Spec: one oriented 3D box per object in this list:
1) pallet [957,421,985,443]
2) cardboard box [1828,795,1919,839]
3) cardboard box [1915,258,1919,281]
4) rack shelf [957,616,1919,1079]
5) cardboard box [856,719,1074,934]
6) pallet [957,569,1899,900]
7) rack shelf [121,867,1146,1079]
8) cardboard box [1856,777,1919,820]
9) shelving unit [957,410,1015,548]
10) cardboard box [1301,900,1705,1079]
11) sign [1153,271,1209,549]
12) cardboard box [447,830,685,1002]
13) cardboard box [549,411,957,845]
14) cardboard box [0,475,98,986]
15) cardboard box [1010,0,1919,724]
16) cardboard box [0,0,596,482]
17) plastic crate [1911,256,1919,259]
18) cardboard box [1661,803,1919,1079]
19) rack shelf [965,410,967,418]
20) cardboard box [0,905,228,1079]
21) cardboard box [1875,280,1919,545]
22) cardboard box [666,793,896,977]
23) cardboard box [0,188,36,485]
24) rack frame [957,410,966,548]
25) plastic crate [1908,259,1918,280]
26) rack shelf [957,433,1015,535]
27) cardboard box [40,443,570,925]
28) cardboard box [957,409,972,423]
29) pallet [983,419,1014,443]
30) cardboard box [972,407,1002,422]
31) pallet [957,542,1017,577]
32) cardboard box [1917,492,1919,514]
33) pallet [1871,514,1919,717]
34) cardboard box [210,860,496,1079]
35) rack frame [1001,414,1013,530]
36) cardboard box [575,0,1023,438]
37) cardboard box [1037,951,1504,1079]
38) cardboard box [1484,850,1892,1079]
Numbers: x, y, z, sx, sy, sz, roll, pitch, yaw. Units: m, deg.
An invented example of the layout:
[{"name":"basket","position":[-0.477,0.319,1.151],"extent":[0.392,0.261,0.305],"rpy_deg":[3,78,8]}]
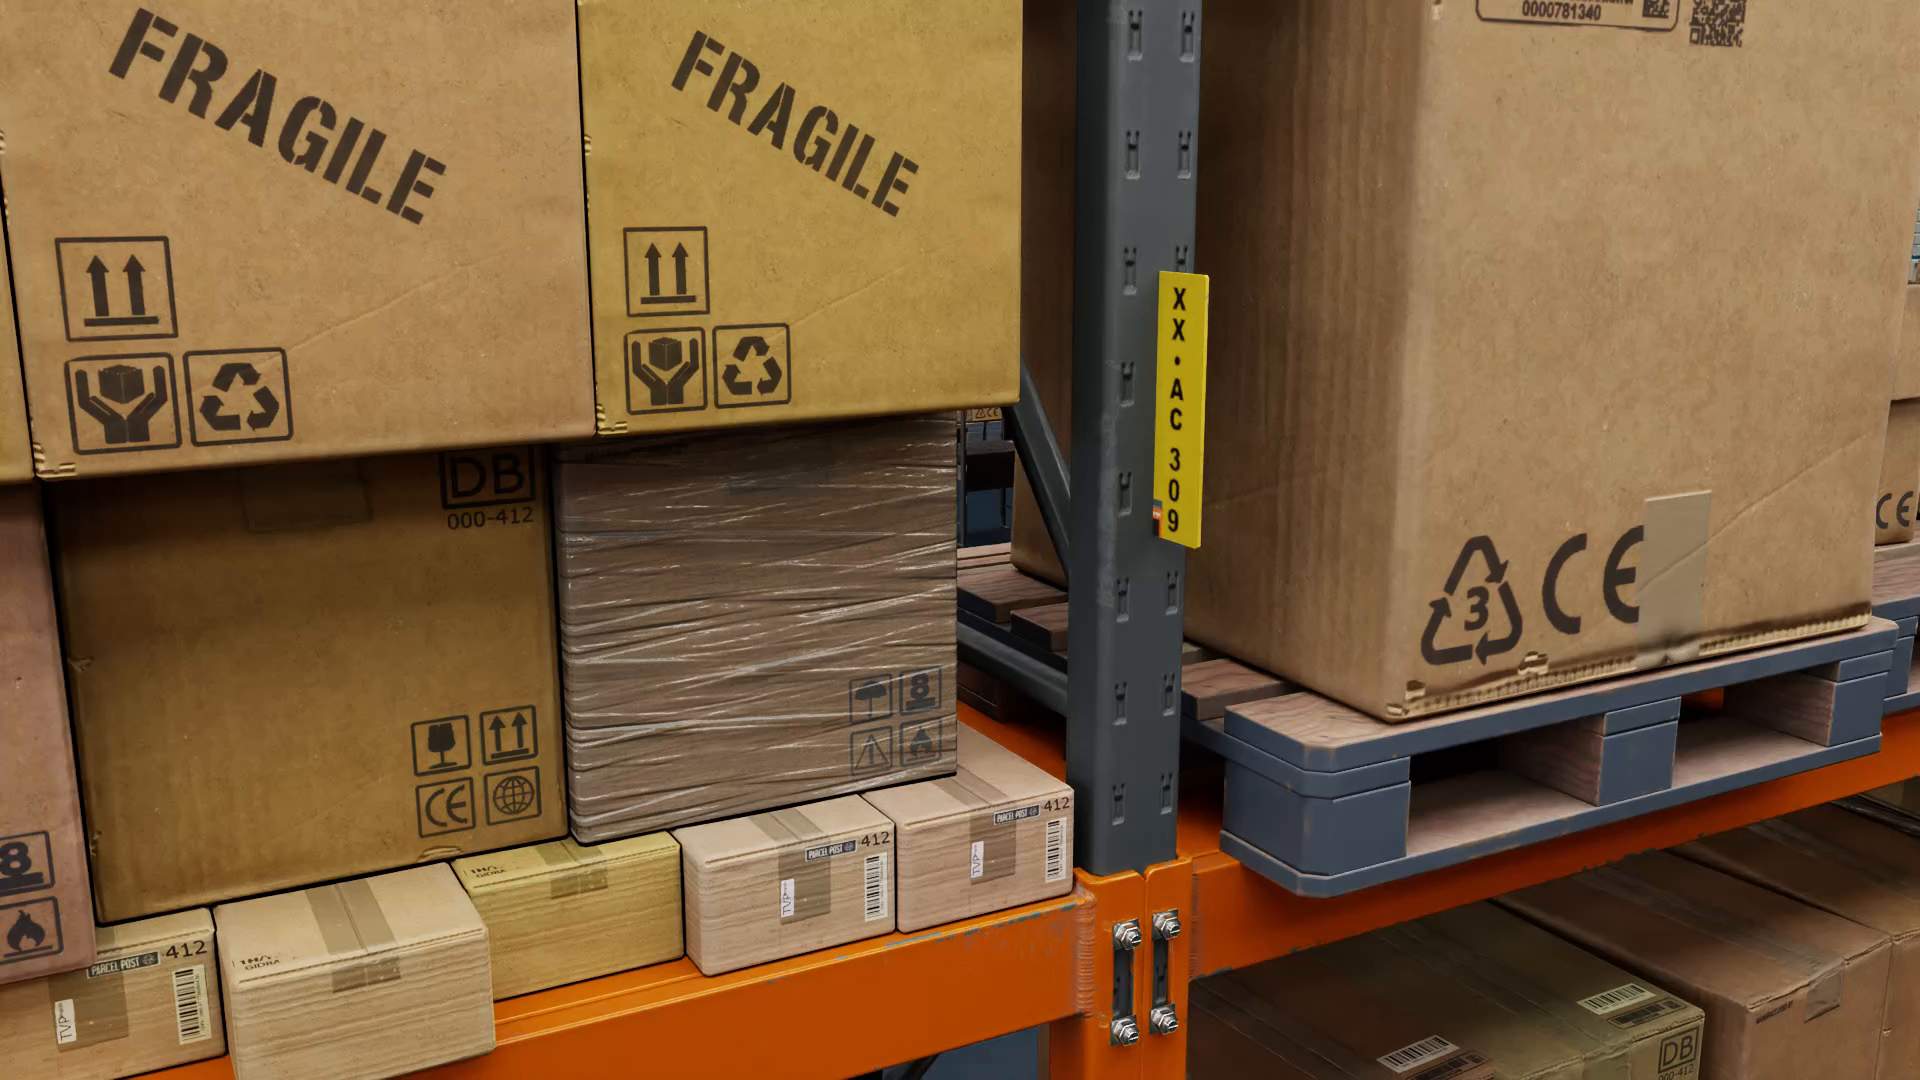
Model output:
[{"name":"pallet","position":[-0.563,-0.880,13.538],"extent":[1.213,0.211,1.003],"rpy_deg":[-7,14,-28]},{"name":"cardboard box","position":[2.448,0.881,4.056],"extent":[0.500,0.500,0.700],"rpy_deg":[-8,15,-33]},{"name":"cardboard box","position":[2.610,-0.371,3.740],"extent":[0.500,0.500,0.700],"rpy_deg":[-5,13,-20]},{"name":"rack shelf","position":[1.752,0.302,3.574],"extent":[4.000,0.370,1.077],"rpy_deg":[-7,14,-28]},{"name":"cardboard box","position":[-0.052,0.363,2.236],"extent":[0.250,0.149,0.380],"rpy_deg":[-7,14,-28]},{"name":"pallet","position":[0.737,0.203,2.814],"extent":[1.213,0.211,1.003],"rpy_deg":[-7,14,-28]},{"name":"rack shelf","position":[-1.759,0.723,1.705],"extent":[4.000,0.370,1.077],"rpy_deg":[-7,14,-28]},{"name":"cardboard box","position":[2.473,0.514,3.979],"extent":[0.500,0.250,0.500],"rpy_deg":[-5,14,-22]},{"name":"shelving unit","position":[0.145,-1.042,9.956],"extent":[0.503,2.100,0.431],"rpy_deg":[-7,14,-28]},{"name":"cardboard box","position":[0.973,1.059,3.262],"extent":[0.500,0.500,0.700],"rpy_deg":[-7,14,-28]},{"name":"sign","position":[0.263,-0.157,2.004],"extent":[0.005,0.325,0.100],"rpy_deg":[-7,14,-28]},{"name":"cardboard box","position":[-0.524,0.402,2.062],"extent":[0.250,0.149,0.380],"rpy_deg":[-7,14,-28]},{"name":"cardboard box","position":[-0.429,0.003,2.360],"extent":[0.500,0.500,0.875],"rpy_deg":[-7,14,-28]},{"name":"cardboard box","position":[-1.275,0.121,1.836],"extent":[0.500,0.500,0.875],"rpy_deg":[-7,14,-28]},{"name":"cardboard box","position":[0.761,-0.393,2.700],"extent":[1.000,1.000,1.000],"rpy_deg":[-7,14,-27]},{"name":"cardboard box","position":[-0.705,-0.367,1.726],"extent":[0.500,0.500,0.500],"rpy_deg":[-7,14,-28]},{"name":"plastic crate","position":[7.203,-1.971,12.282],"extent":[0.300,0.233,0.416],"rpy_deg":[-7,14,-28]},{"name":"cardboard box","position":[1.953,0.941,3.785],"extent":[0.500,0.500,0.700],"rpy_deg":[-6,14,-23]},{"name":"rack shelf","position":[0.145,-1.028,9.959],"extent":[0.480,0.518,0.431],"rpy_deg":[-7,14,-28]},{"name":"cardboard box","position":[-0.973,0.451,1.846],"extent":[0.250,0.149,0.380],"rpy_deg":[-7,14,-28]},{"name":"cardboard box","position":[1.473,-0.294,3.393],"extent":[0.637,0.503,0.797],"rpy_deg":[-5,14,-22]},{"name":"cardboard box","position":[-0.276,0.388,2.127],"extent":[0.250,0.149,0.380],"rpy_deg":[-7,14,-28]},{"name":"cardboard box","position":[-1.145,-0.315,1.493],"extent":[0.500,0.500,0.500],"rpy_deg":[-7,14,-28]},{"name":"rack frame","position":[-0.069,-1.016,9.842],"extent":[0.015,2.100,0.400],"rpy_deg":[-7,14,-28]},{"name":"plastic crate","position":[6.073,-1.731,11.104],"extent":[0.530,0.282,0.437],"rpy_deg":[-7,14,-28]},{"name":"rack shelf","position":[0.145,-0.346,10.113],"extent":[0.480,0.518,0.431],"rpy_deg":[-7,14,-28]},{"name":"cardboard box","position":[-0.884,0.049,2.156],"extent":[0.500,0.500,0.875],"rpy_deg":[-7,14,-28]},{"name":"cardboard box","position":[-0.243,-1.213,13.359],"extent":[0.500,0.500,0.500],"rpy_deg":[-7,15,-30]},{"name":"pallet","position":[0.507,-1.007,14.104],"extent":[1.213,0.211,1.003],"rpy_deg":[-7,14,-28]},{"name":"cardboard box","position":[0.200,-1.265,13.589],"extent":[0.500,0.500,0.500],"rpy_deg":[-7,14,-29]},{"name":"pallet","position":[0.435,0.220,8.649],"extent":[1.213,0.211,1.003],"rpy_deg":[-7,14,-28]},{"name":"cardboard box","position":[2.173,-0.171,3.388],"extent":[0.258,0.266,0.396],"rpy_deg":[-7,15,-29]},{"name":"pallet","position":[1.789,0.050,3.491],"extent":[1.213,0.211,1.003],"rpy_deg":[-7,14,-28]},{"name":"cardboard box","position":[-0.690,0.450,1.849],"extent":[0.250,0.149,0.380],"rpy_deg":[-7,14,-28]},{"name":"rack frame","position":[0.359,-1.067,10.070],"extent":[0.015,2.100,0.400],"rpy_deg":[-7,14,-28]},{"name":"cardboard box","position":[-0.267,-0.420,1.961],"extent":[0.500,0.500,0.500],"rpy_deg":[-7,14,-28]},{"name":"cardboard box","position":[0.545,1.106,3.055],"extent":[0.500,0.500,0.700],"rpy_deg":[-8,15,-32]},{"name":"cardboard box","position":[1.464,1.000,3.524],"extent":[0.500,0.500,0.700],"rpy_deg":[-8,15,-33]}]
